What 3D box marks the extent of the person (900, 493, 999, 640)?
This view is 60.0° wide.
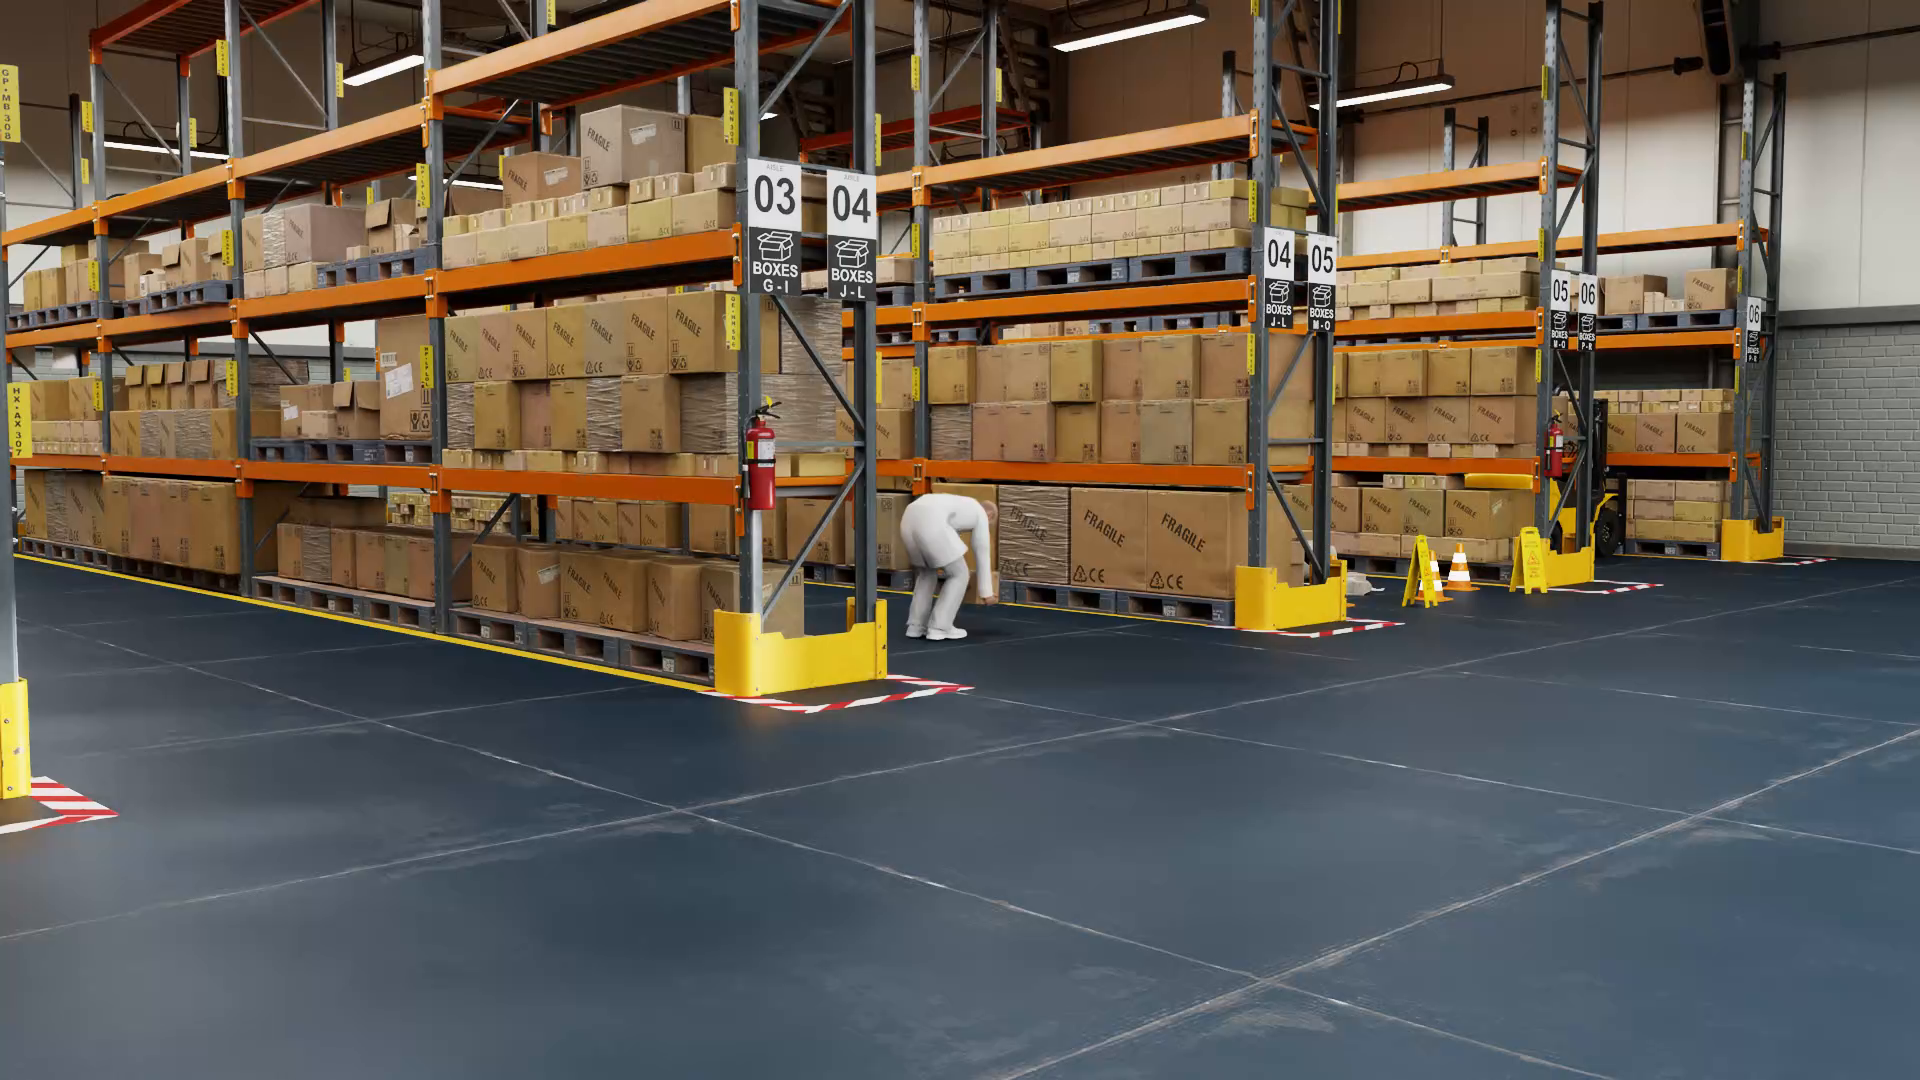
[{"bbox_3d":[-0.046,0.188,12.907,0.574,1.113,0.950,4,5,44],"label":"person"}]
